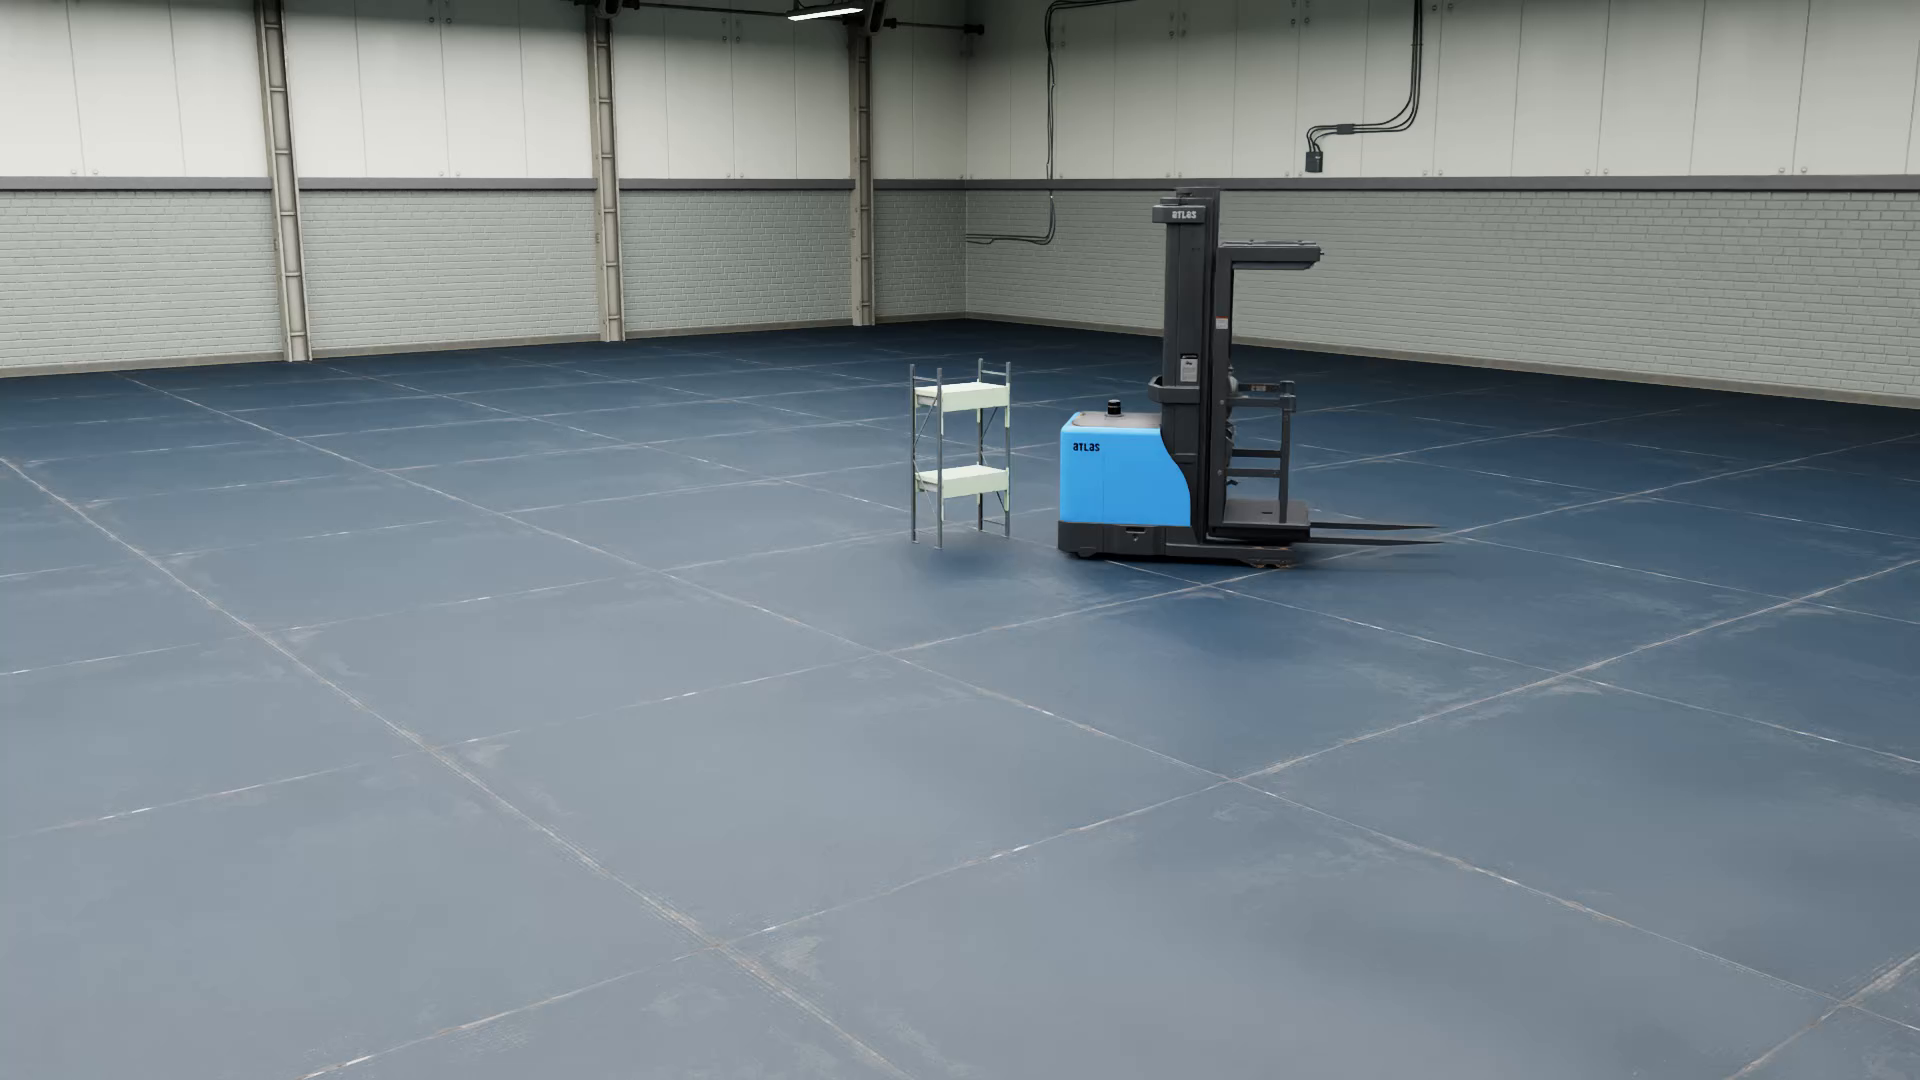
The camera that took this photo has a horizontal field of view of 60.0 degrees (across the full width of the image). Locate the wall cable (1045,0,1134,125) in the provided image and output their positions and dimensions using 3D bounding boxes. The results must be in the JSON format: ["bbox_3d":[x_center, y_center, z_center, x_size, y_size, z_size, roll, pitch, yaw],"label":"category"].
[{"bbox_3d":[2.718,-9.757,33.731,0.112,2.526,3.097,-9,15,-38],"label":"wall cable"}]

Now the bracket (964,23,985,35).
[{"bbox_3d":[0.297,-11.141,36.266,0.430,0.232,0.235,-9,15,-38],"label":"bracket"}]

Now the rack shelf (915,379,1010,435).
[{"bbox_3d":[0.005,-1.116,13.896,0.720,0.370,0.431,-9,15,-38],"label":"rack shelf"}]

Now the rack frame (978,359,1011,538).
[{"bbox_3d":[0.291,-0.782,14.201,0.023,1.500,0.400,-9,15,-38],"label":"rack frame"}]

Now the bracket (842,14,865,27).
[{"bbox_3d":[-2.201,-10.726,34.310,0.430,0.232,0.235,-9,15,-38],"label":"bracket"}]

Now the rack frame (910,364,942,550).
[{"bbox_3d":[-0.281,-0.687,13.753,0.023,1.500,0.400,-9,15,-38],"label":"rack frame"}]

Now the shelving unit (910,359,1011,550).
[{"bbox_3d":[0.005,-0.735,13.977,0.755,1.500,0.431,-9,15,-38],"label":"shelving unit"}]

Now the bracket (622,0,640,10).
[{"bbox_3d":[-6.238,-10.055,31.151,0.430,0.232,0.235,-9,15,-38],"label":"bracket"}]

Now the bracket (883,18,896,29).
[{"bbox_3d":[-1.553,-10.834,34.818,0.430,0.232,0.235,-9,15,-38],"label":"bracket"}]

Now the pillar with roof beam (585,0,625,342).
[{"bbox_3d":[-4.095,-7.600,28.254,0.548,9.000,9.100,-9,15,-38],"label":"pillar with roof beam"}]

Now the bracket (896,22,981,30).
[{"bbox_3d":[-0.164,-11.064,35.905,3.189,0.066,0.076,-9,15,-38],"label":"bracket"}]

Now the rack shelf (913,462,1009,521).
[{"bbox_3d":[0.005,-0.416,14.045,0.720,0.370,0.431,-9,15,-38],"label":"rack shelf"}]

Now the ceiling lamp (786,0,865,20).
[{"bbox_3d":[-2.149,-10.660,28.614,0.800,3.185,2.000,-9,15,-38],"label":"ceiling lamp"}]

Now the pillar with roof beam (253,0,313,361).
[{"bbox_3d":[-8.780,-6.821,24.588,0.400,9.000,9.100,-9,15,-38],"label":"pillar with roof beam"}]

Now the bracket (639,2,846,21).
[{"bbox_3d":[-4.213,-10.392,32.736,4.783,0.066,0.076,-9,15,-38],"label":"bracket"}]

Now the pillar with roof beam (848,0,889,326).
[{"bbox_3d":[0.590,-8.378,31.921,0.548,9.000,9.100,-9,15,-38],"label":"pillar with roof beam"}]

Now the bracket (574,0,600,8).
[{"bbox_3d":[-6.886,-9.947,30.644,0.430,0.232,0.235,-9,15,-38],"label":"bracket"}]

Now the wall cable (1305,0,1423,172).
[{"bbox_3d":[6.946,-9.366,28.385,0.169,6.003,2.305,-9,15,-38],"label":"wall cable"}]

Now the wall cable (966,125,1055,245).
[{"bbox_3d":[1.028,-7.725,36.322,0.112,2.526,3.097,-9,15,-38],"label":"wall cable"}]

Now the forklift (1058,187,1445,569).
[{"bbox_3d":[2.358,-1.326,13.318,3.031,2.935,1.130,2,12,10],"label":"forklift"}]
